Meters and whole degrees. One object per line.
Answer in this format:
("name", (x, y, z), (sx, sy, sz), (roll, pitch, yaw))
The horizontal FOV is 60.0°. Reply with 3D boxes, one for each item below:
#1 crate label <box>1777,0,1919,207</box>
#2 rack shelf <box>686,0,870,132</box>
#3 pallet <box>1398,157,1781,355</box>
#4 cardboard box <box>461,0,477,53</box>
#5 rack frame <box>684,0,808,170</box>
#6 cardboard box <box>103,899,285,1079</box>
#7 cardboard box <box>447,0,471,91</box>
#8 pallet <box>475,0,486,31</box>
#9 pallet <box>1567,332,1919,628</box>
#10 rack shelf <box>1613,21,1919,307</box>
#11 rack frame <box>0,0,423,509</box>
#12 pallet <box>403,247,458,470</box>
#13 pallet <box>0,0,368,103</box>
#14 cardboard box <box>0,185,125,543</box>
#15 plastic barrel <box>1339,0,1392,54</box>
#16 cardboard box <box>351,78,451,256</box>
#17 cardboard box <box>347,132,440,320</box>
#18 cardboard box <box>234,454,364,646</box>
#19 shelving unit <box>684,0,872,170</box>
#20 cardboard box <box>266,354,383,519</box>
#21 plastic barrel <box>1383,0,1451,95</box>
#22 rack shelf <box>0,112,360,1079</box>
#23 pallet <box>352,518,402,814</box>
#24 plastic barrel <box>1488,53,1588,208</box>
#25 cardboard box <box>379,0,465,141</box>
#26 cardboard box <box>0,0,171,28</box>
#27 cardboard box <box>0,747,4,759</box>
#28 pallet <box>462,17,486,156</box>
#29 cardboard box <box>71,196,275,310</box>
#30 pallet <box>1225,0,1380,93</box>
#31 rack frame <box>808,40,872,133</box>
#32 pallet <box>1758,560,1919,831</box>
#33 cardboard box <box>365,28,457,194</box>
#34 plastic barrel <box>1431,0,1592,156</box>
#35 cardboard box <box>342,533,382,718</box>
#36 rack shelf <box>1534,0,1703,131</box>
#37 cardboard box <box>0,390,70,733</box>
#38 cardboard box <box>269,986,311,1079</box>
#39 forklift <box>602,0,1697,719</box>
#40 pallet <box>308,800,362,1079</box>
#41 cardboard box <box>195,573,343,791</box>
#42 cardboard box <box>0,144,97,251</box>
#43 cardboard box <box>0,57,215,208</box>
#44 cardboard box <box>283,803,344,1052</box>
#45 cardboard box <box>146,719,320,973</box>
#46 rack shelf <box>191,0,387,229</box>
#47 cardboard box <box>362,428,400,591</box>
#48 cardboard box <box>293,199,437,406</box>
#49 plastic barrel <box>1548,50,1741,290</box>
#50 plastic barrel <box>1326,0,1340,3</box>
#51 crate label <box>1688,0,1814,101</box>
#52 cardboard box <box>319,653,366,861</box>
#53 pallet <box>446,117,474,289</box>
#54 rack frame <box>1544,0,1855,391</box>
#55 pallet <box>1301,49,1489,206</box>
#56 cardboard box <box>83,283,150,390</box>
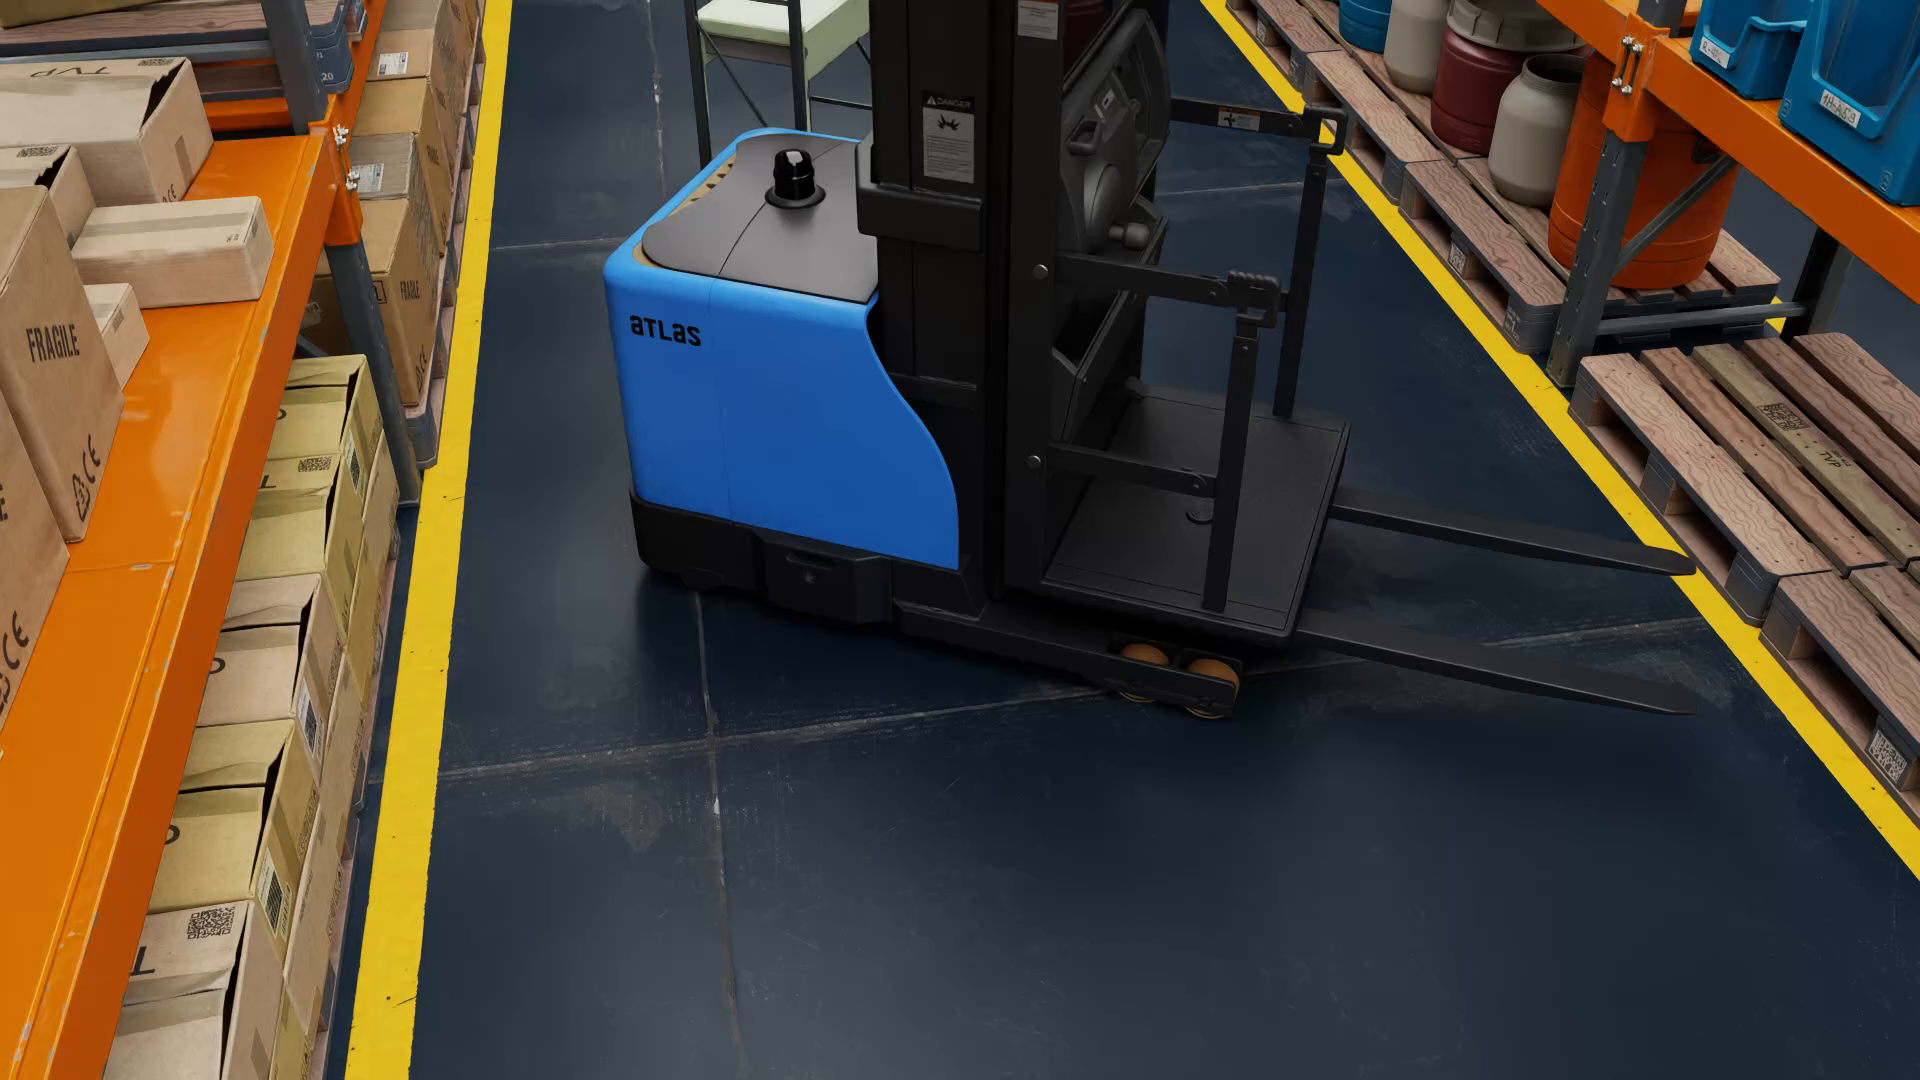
("crate label", (2.530, -1.194, 4.313), (0.502, 0.435, 0.616), (-6, 38, -8))
("rack shelf", (-0.540, -1.686, 5.562), (0.431, 0.370, 0.720), (14, 40, 17))
("pallet", (2.443, -1.179, 6.596), (1.003, 0.211, 1.213), (-6, 38, -8))
("cardboard box", (-2.587, -2.614, 7.848), (0.500, 0.500, 0.500), (-6, 38, -8))
("rack frame", (-0.677, -1.170, 5.533), (0.400, 1.500, 0.023), (14, 40, 17))
("cardboard box", (-1.555, 0.944, 3.031), (0.500, 0.311, 0.500), (-7, 38, -9))
("cardboard box", (-2.509, -2.314, 7.463), (0.500, 0.500, 0.500), (-6, 38, -8))
("pallet", (-3.076, -3.008, 8.950), (1.003, 0.211, 1.213), (-6, 38, -8))
("pallet", (2.720, -0.236, 5.381), (1.003, 0.211, 1.213), (-6, 38, -8))
("rack shelf", (2.973, -0.317, 3.799), (1.077, 0.370, 4.000), (-6, 38, -8))
("rack frame", (-2.255, -1.278, 4.451), (1.000, 3.000, 0.127), (-6, 38, -8))
("pallet", (-2.348, -0.632, 5.892), (1.003, 0.211, 1.213), (-6, 38, -8))
("pallet", (-2.443, -1.604, 5.027), (1.213, 0.211, 1.003), (-6, 38, -8))
("cardboard box", (-1.945, -0.306, 3.118), (0.500, 0.500, 0.500), (-8, 39, -10))
("plastic barrel", (2.124, -2.804, 7.782), (0.600, 0.901, 0.708), (-6, 38, -8))
("cardboard box", (-2.234, -1.390, 6.273), (0.500, 0.500, 0.500), (-7, 38, -9))
("cardboard box", (-2.151, -1.086, 5.882), (0.500, 0.500, 0.500), (-8, 38, -10))
("cardboard box", (-1.823, 0.023, 4.217), (0.500, 0.311, 0.500), (-7, 38, -9))
("shelving unit", (-0.540, -1.378, 5.801), (0.431, 1.500, 0.755), (14, 40, 17))
("cardboard box", (-1.921, -0.290, 4.620), (0.500, 0.311, 0.500), (-5, 38, -7))
("plastic barrel", (2.135, -2.299, 7.450), (0.421, 0.512, 0.421), (0, 38, 0))
("rack shelf", (-1.904, 0.214, 3.116), (1.077, 0.370, 4.000), (-6, 38, -8))
("pallet", (-2.149, 0.324, 4.661), (1.003, 0.211, 1.213), (-6, 38, -8))
("plastic barrel", (2.333, -1.617, 6.572), (0.421, 0.512, 0.421), (0, 38, 0))
("cardboard box", (-2.422, -2.011, 7.073), (0.500, 0.500, 0.500), (-6, 38, -7))
("cardboard box", (-2.476, -1.852, 4.765), (0.700, 0.500, 0.500), (-19, 42, -23))
("cardboard box", (-1.764, 0.314, 2.319), (0.500, 0.500, 0.500), (-4, 38, -5))
("pallet", (-2.776, -2.106, 7.789), (1.003, 0.211, 1.213), (-6, 38, -8))
("cardboard box", (-1.825, -0.666, 3.867), (0.380, 0.149, 0.250), (-6, 38, -8))
("pallet", (2.015, -2.653, 8.493), (1.003, 0.211, 1.213), (-6, 38, -8))
("rack frame", (-0.402, -1.586, 6.069), (0.400, 1.500, 0.023), (14, 40, 17))
("pallet", (2.931, 0.500, 4.435), (1.003, 0.211, 1.213), (-6, 38, -8))
("cardboard box", (-2.330, -1.704, 6.678), (0.500, 0.500, 0.500), (-7, 38, -9))
("plastic barrel", (2.322, -1.998, 7.000), (0.600, 0.588, 0.708), (-6, 38, -8))
("cardboard box", (-1.829, 0.244, 4.390), (0.500, 0.250, 0.500), (-7, 38, -8))
("rack shelf", (2.272, -2.733, 6.909), (1.077, 0.370, 4.000), (-6, 38, -8))
("cardboard box", (-1.852, 0.012, 2.708), (0.500, 0.500, 0.500), (-6, 38, -8))
("cardboard box", (-1.562, 1.166, 3.203), (0.500, 0.250, 0.500), (-7, 38, -9))
("forklift", (0.588, -1.031, 4.189), (3.031, 2.935, 1.130), (12, 39, 15))
("pallet", (-1.938, 1.060, 3.714), (1.003, 0.211, 1.213), (-6, 38, -8))
("cardboard box", (-1.737, 0.328, 3.824), (0.500, 0.311, 0.500), (-6, 38, -8))
("cardboard box", (-2.289, -0.682, 3.756), (0.500, 0.311, 0.500), (-7, 38, -8))
("cardboard box", (-2.234, -1.019, 4.189), (0.500, 0.311, 0.500), (-4, 38, -5))
("cardboard box", (-1.650, 0.859, 3.599), (0.500, 0.250, 0.500), (-6, 38, -7))
("cardboard box", (-1.652, 0.631, 3.434), (0.500, 0.311, 0.500), (-5, 38, -7))
("rack shelf", (-2.605, -2.202, 6.226), (1.077, 0.370, 4.000), (-6, 38, -8))
("cardboard box", (-1.922, -0.067, 4.790), (0.500, 0.250, 0.500), (-5, 38, -7))
("cardboard box", (-2.053, -0.771, 5.476), (0.500, 0.500, 0.500), (-5, 38, -6))
("plastic barrel", (2.520, -1.411, 6.048), (0.600, 0.830, 0.708), (-6, 38, -8))
("plastic barrel", (2.000, -3.232, 8.333), (0.600, 0.901, 0.708), (-6, 38, -8))
("crate label", (2.327, -1.448, 4.805), (0.303, 0.233, 0.416), (-6, 38, -8))
("cardboard box", (-1.743, 0.548, 3.998), (0.500, 0.250, 0.500), (-5, 38, -7))
("pallet", (-2.559, -1.367, 6.838), (1.003, 0.211, 1.213), (-6, 38, -8))
("rack frame", (2.622, -1.809, 5.133), (1.000, 3.000, 0.127), (-6, 38, -8))
("pallet", (2.233, -1.915, 7.543), (1.003, 0.211, 1.213), (-6, 38, -8))
("cardboard box", (-1.976, -0.415, 3.544), (0.380, 0.149, 0.250), (-4, 38, -5))
